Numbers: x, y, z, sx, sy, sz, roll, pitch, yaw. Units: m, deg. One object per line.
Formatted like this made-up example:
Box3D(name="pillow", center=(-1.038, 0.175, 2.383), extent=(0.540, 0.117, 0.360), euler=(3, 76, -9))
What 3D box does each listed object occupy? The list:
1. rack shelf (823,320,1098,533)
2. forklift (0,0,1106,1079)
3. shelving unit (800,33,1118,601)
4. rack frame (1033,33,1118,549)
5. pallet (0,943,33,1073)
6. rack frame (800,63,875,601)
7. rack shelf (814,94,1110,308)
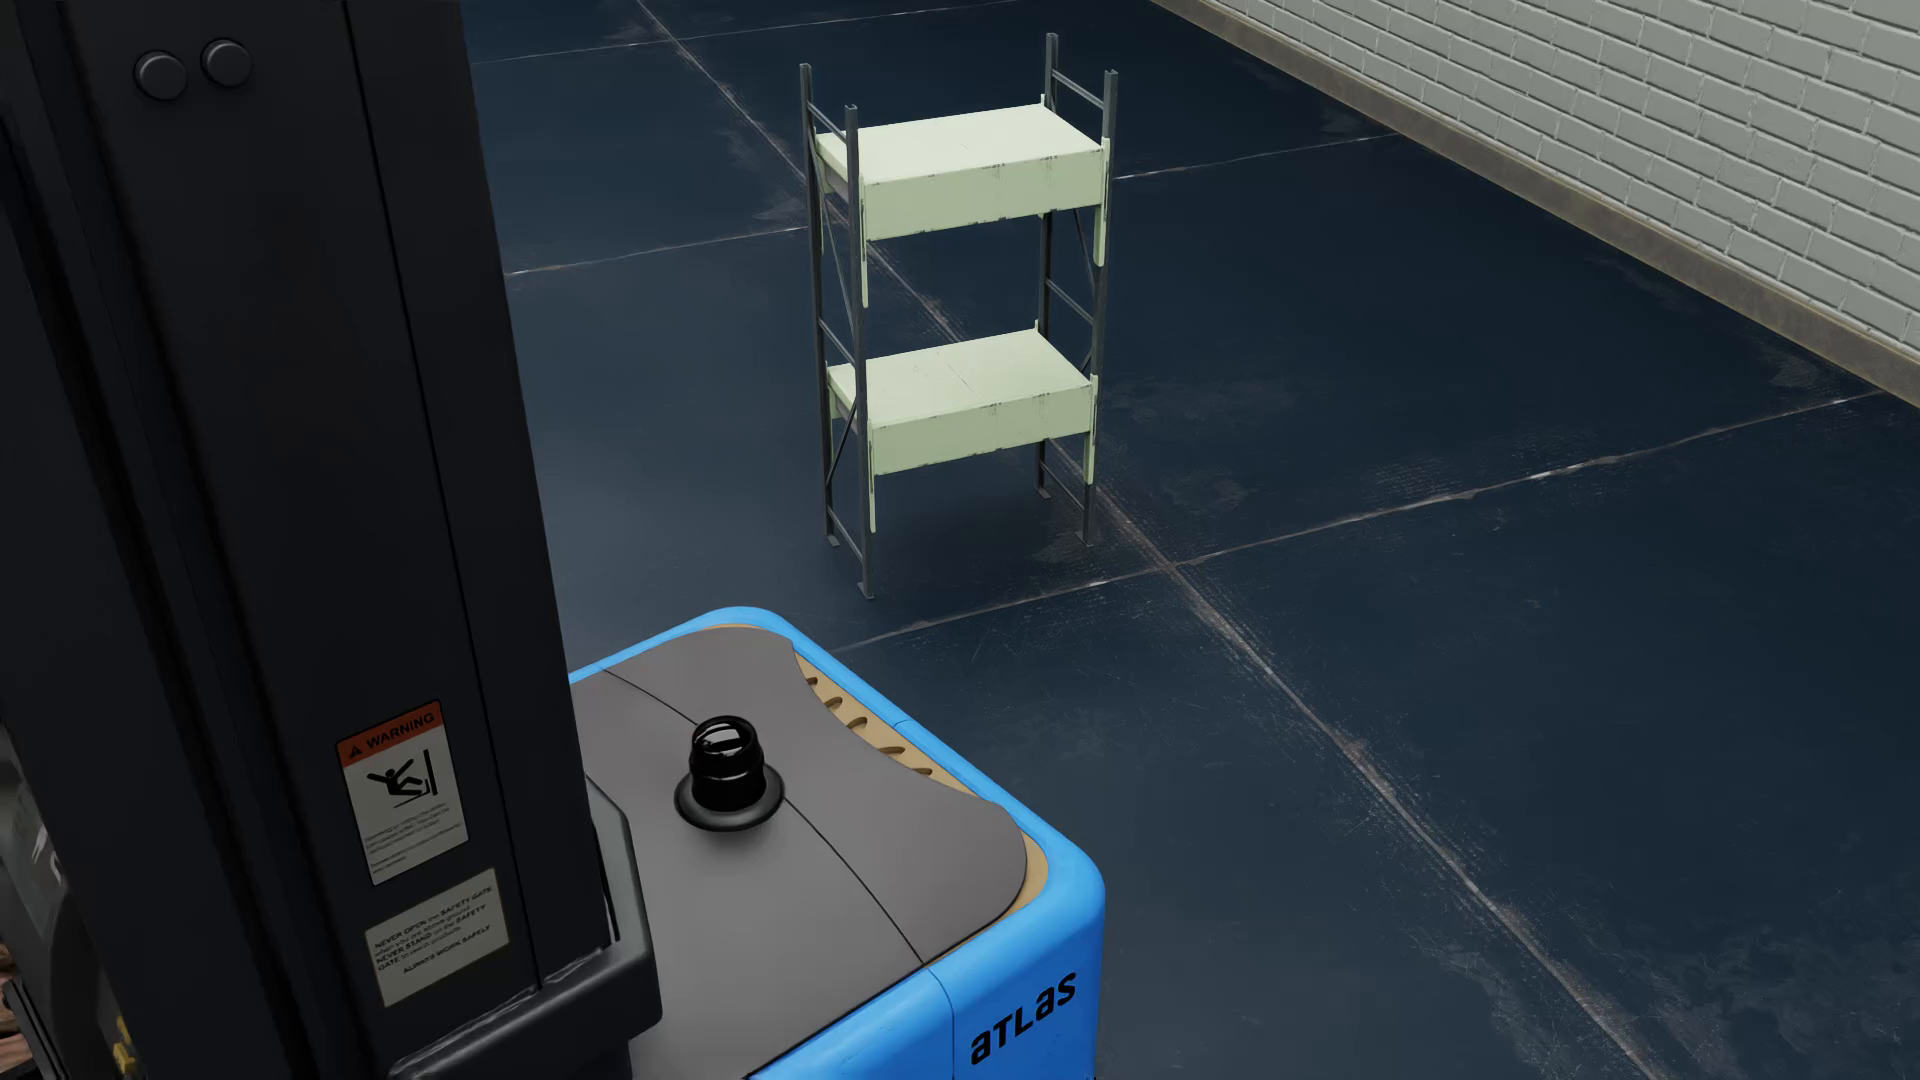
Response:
Box3D(name="rack shelf", center=(-0.006, -0.354, 5.017), extent=(0.720, 0.370, 0.431), euler=(-13, 35, -19))
Box3D(name="forklift", center=(-1.214, 0.490, 1.809), extent=(3.031, 2.935, 1.130), euler=(-25, 40, -33))
Box3D(name="shelving unit", center=(-0.006, -0.627, 4.839), extent=(0.755, 1.500, 0.431), euler=(-13, 35, -19))
Box3D(name="rack frame", center=(0.331, -0.704, 4.958), extent=(0.023, 1.500, 0.400), euler=(-13, 35, -19))
Box3D(name="pallet", center=(-2.389, 1.010, 3.503), extent=(1.213, 0.211, 1.003), euler=(-13, 35, -19))
Box3D(name="rack frame", center=(-0.344, -0.550, 4.720), extent=(0.023, 1.500, 0.400), euler=(-13, 35, -19))
Box3D(name="rack shelf", center=(-0.006, -0.954, 4.626), extent=(0.720, 0.370, 0.431), euler=(-13, 35, -19))
